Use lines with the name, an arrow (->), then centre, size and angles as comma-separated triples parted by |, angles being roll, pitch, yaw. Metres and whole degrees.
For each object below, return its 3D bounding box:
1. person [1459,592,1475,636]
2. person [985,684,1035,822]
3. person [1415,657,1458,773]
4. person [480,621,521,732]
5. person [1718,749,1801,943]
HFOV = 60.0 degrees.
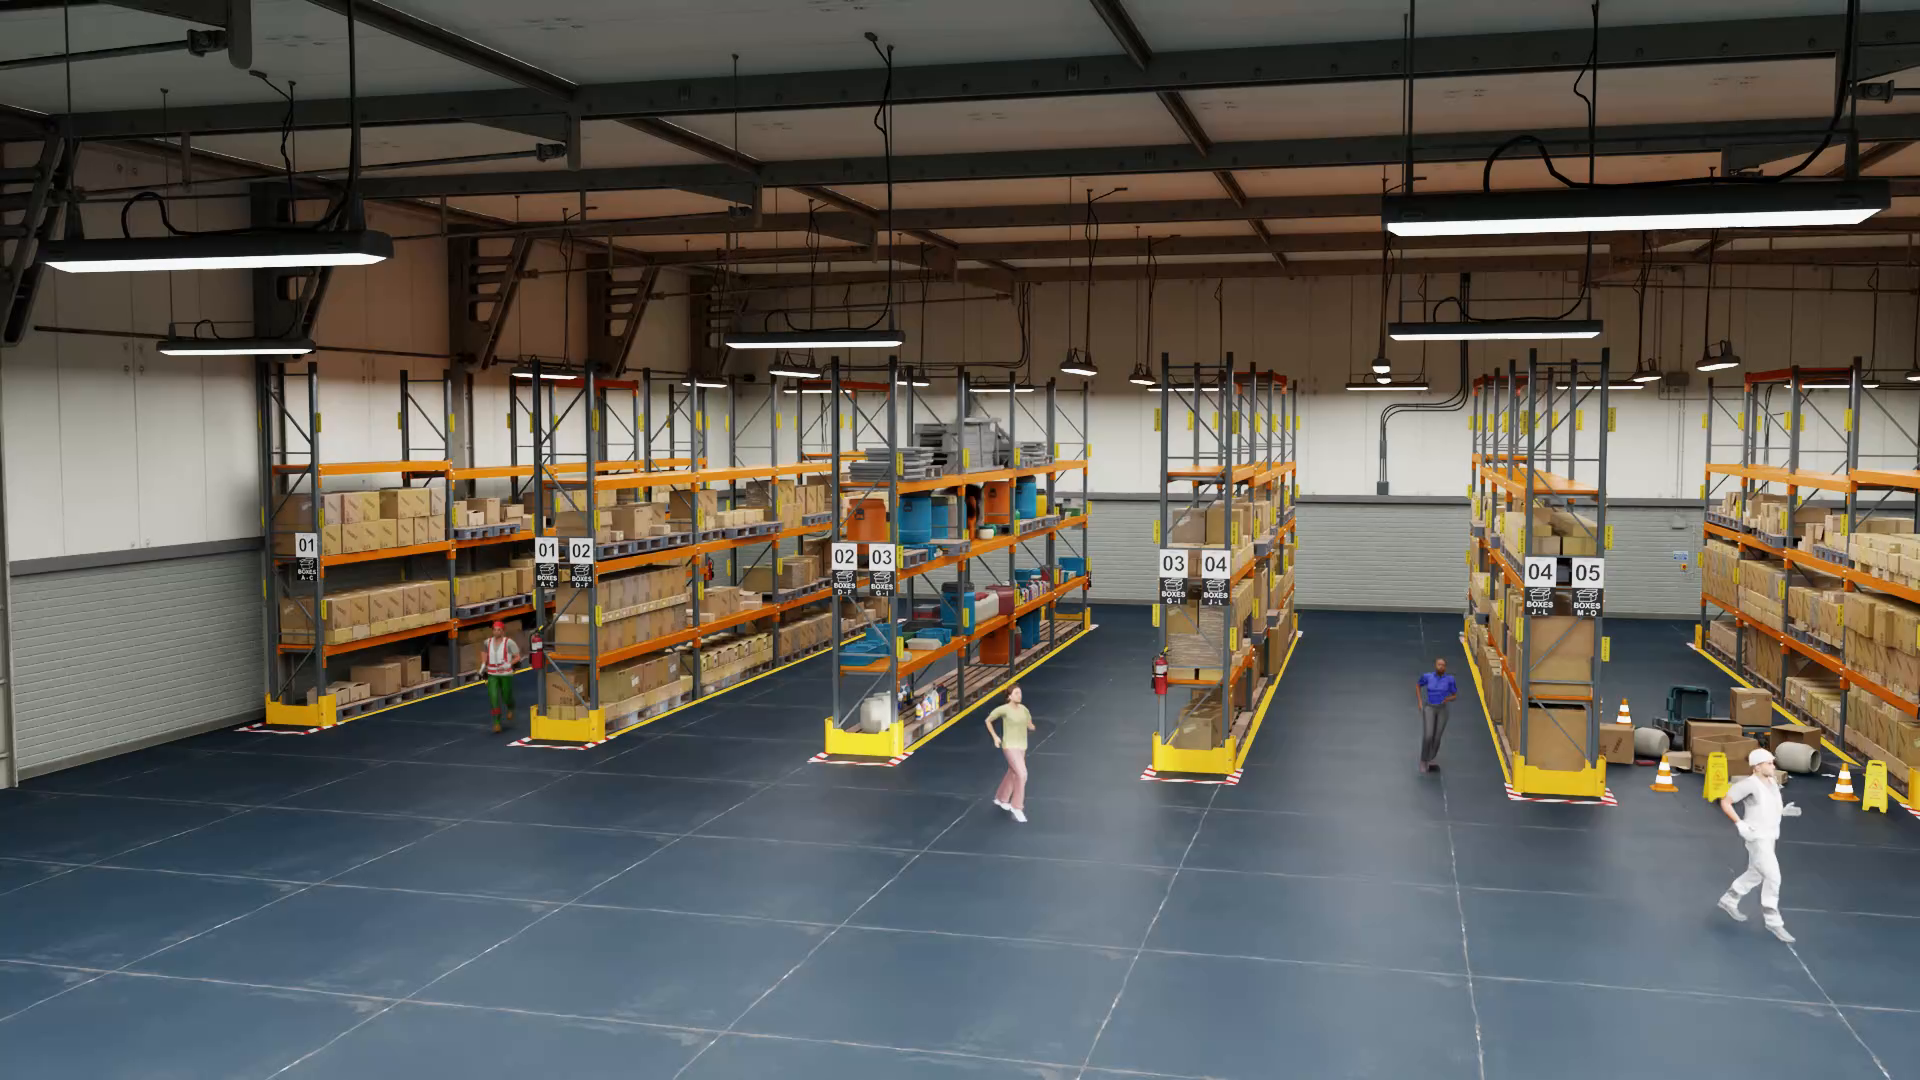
person -> 12.089, 1.455, 38.958 | 0.704, 1.633, 0.622 | 0, 4, 4
person -> 0.677, 2.684, 21.115 | 0.549, 1.728, 0.734 | -4, 6, -44
person -> 6.869, 2.519, 23.955 | 0.576, 1.692, 0.722 | 1, 4, 9
person -> -7.499, 2.193, 27.138 | 0.686, 1.766, 0.954 | 0, 4, -1
person -> 7.840, 2.952, 16.318 | 0.635, 1.824, 0.807 | -3, 5, -40
